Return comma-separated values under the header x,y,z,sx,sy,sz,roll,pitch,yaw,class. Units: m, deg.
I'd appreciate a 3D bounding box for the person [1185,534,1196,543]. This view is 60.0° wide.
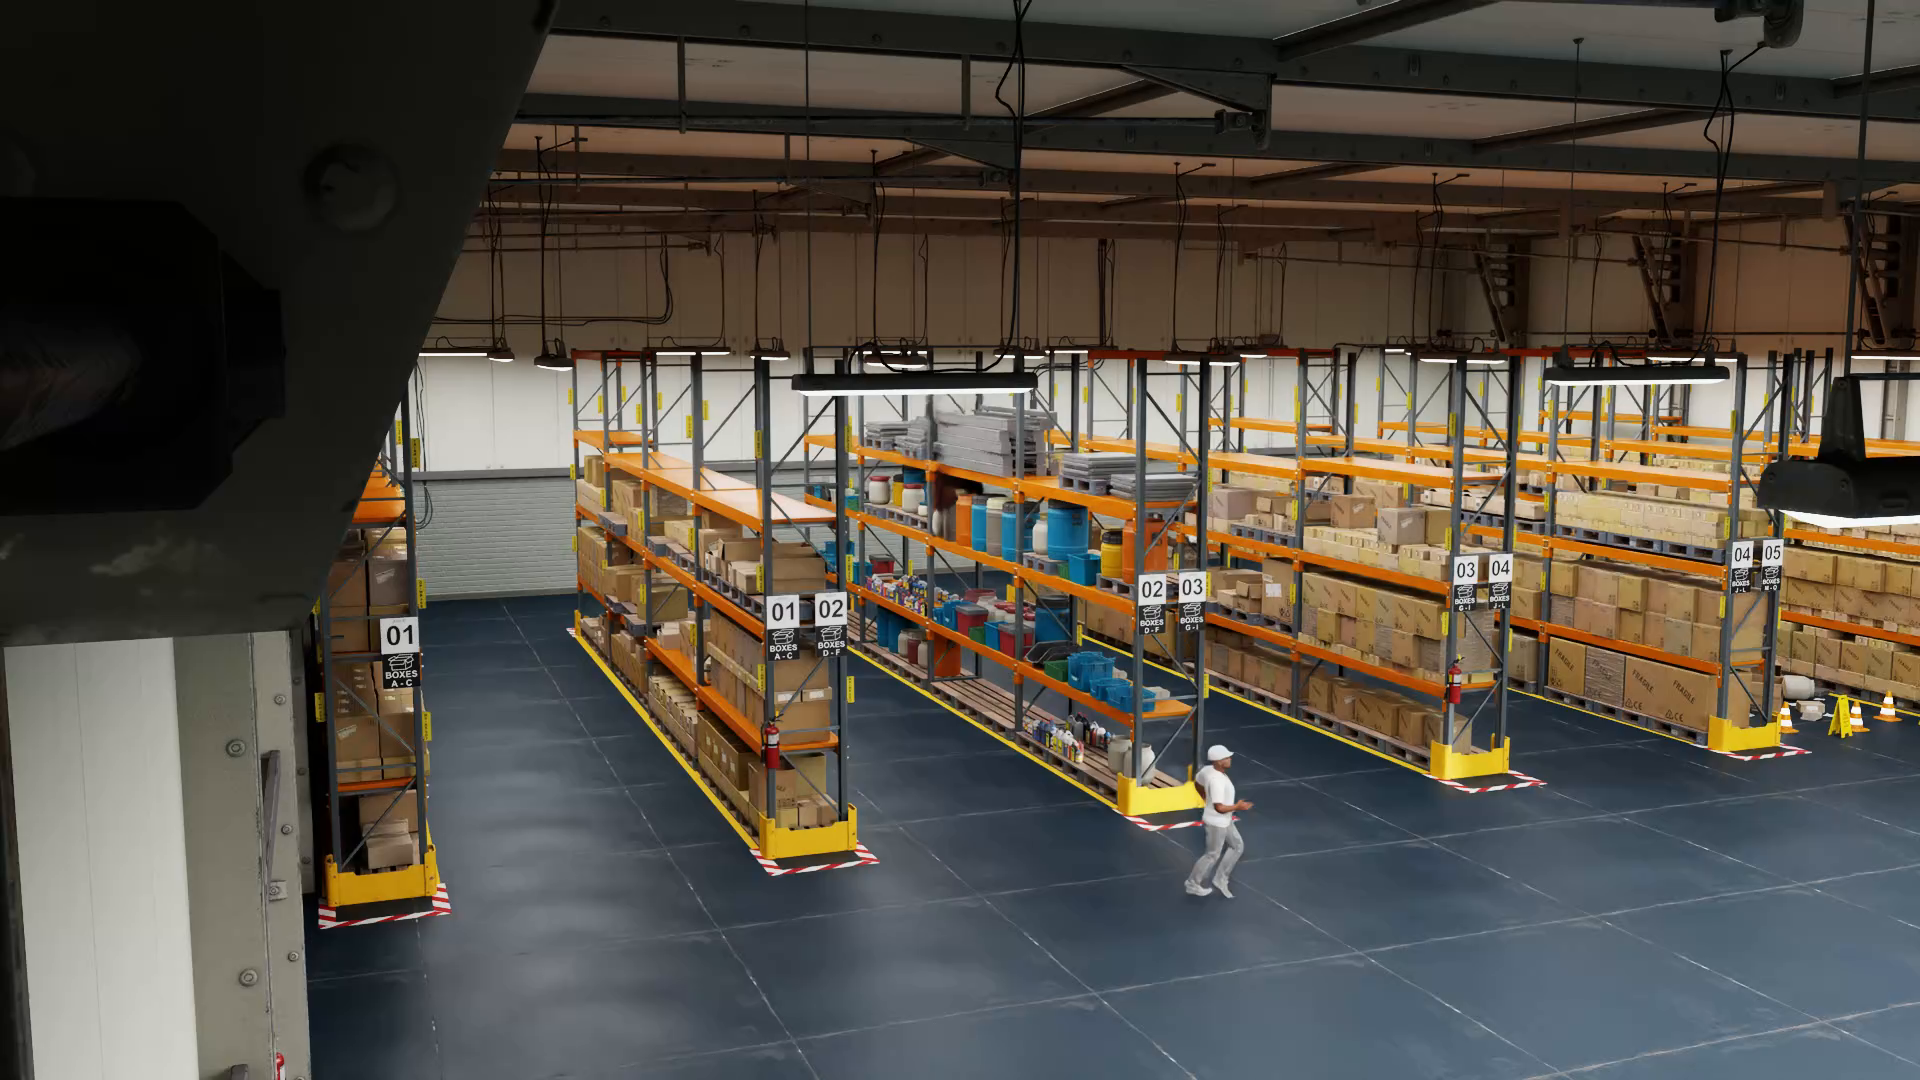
x,y,z,sx,sy,sz,roll,pitch,yaw,class
5.552,0.382,41.129,0.762,1.799,0.739,-6,10,-42,person

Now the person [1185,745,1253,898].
x,y,z,sx,sy,sz,roll,pitch,yaw,class
2.891,3.168,18.554,0.738,1.806,0.671,1,7,9,person
